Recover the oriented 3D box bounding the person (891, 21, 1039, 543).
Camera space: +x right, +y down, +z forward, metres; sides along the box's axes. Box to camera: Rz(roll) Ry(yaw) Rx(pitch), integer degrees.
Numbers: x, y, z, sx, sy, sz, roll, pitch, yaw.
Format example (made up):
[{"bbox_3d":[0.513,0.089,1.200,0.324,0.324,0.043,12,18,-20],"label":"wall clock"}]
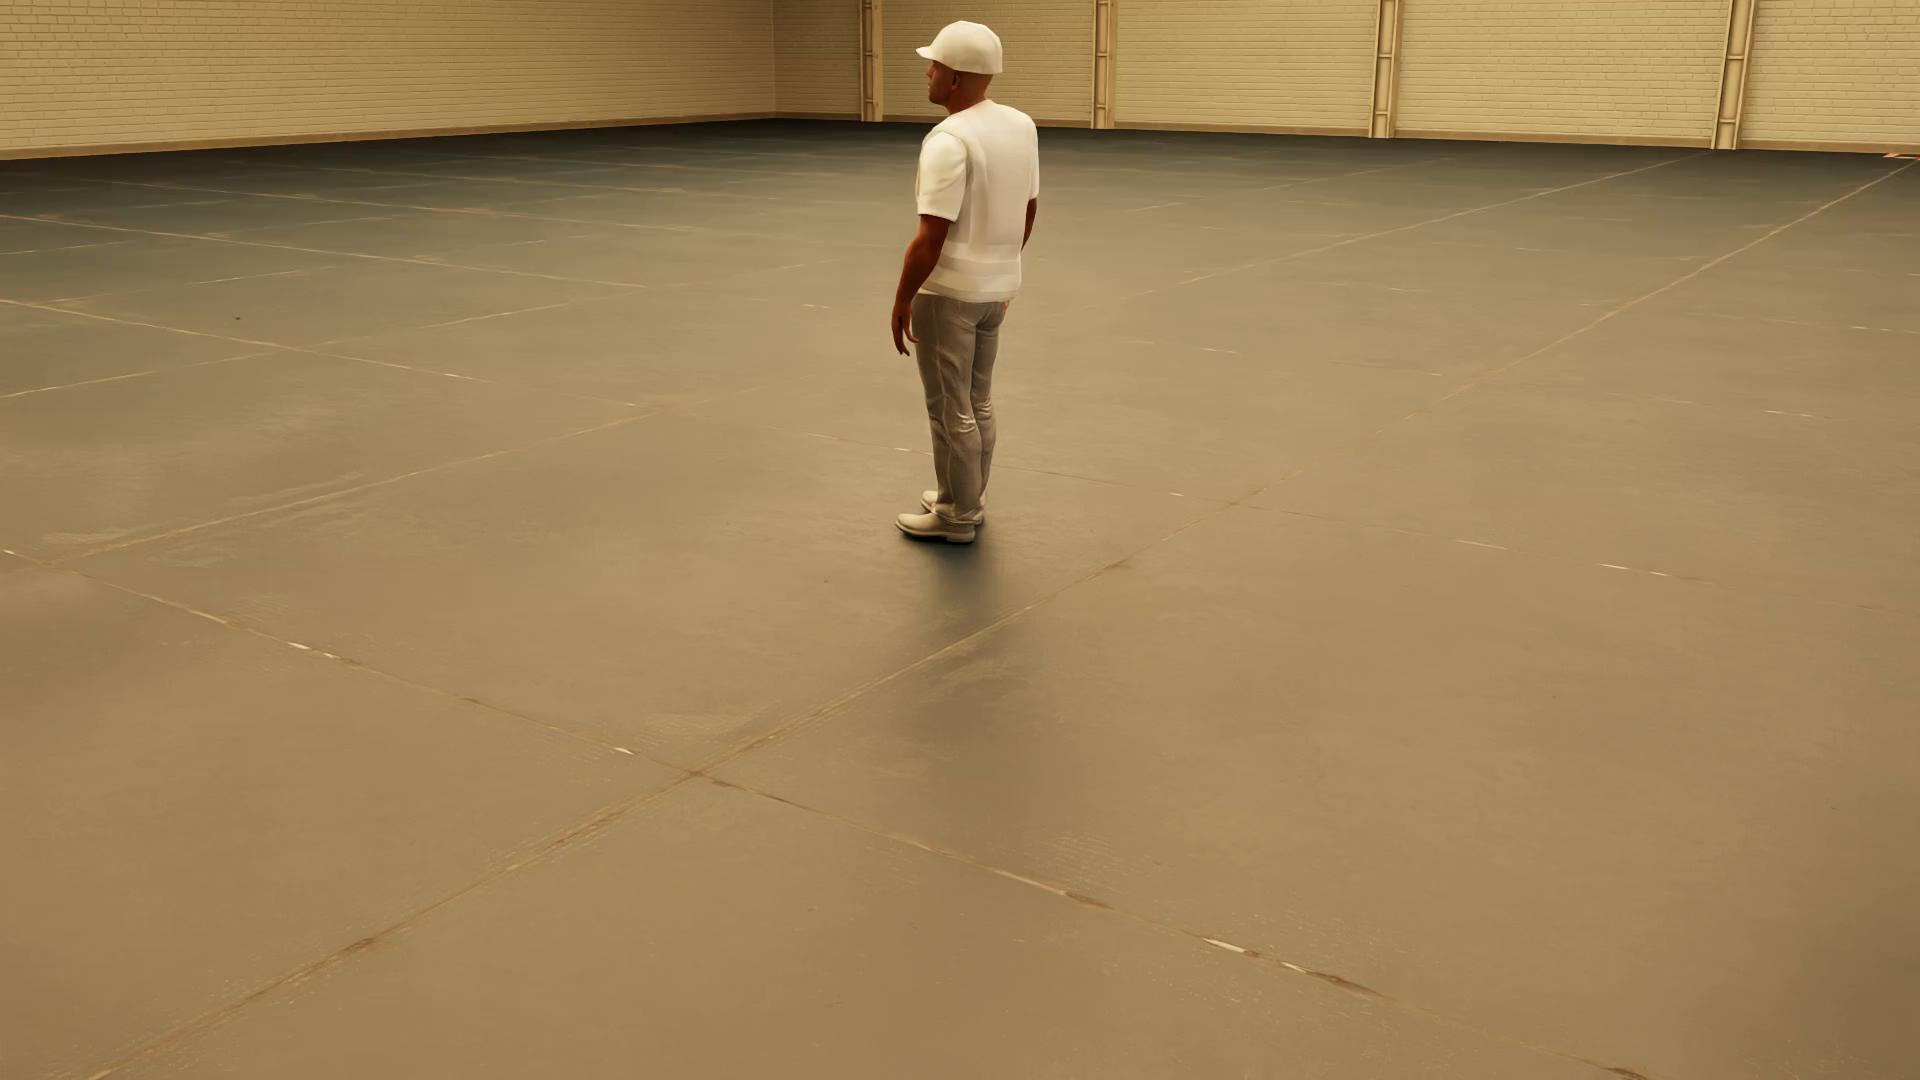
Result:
[{"bbox_3d":[-0.053,-0.866,5.736,0.577,1.765,0.665,11,20,33],"label":"person"}]
